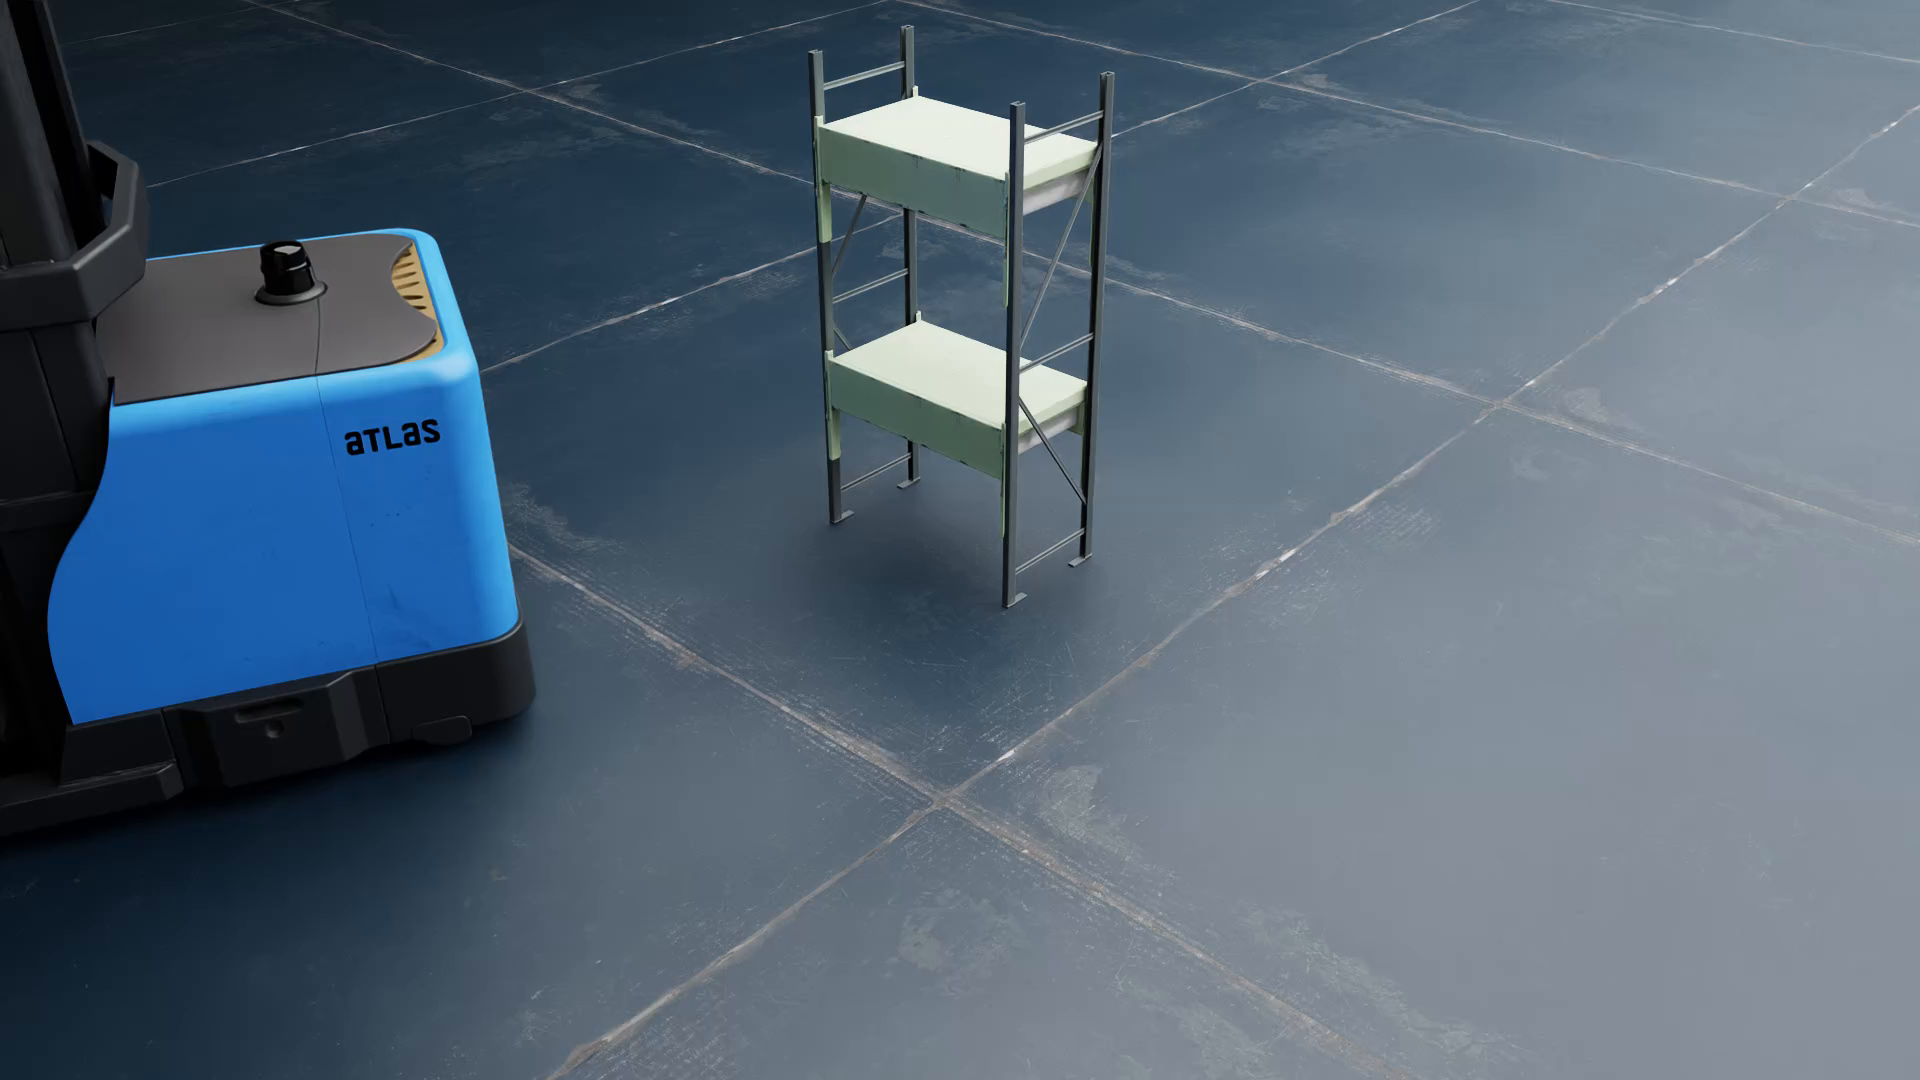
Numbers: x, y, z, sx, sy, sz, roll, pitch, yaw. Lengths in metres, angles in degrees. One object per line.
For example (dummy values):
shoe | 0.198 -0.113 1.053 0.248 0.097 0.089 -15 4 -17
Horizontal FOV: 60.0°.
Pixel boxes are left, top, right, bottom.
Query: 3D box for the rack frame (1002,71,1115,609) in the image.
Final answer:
rack frame | 0.266 -0.518 4.657 0.023 1.500 0.400 25 39 35

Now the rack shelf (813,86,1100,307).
rack shelf | -0.005 -0.979 4.666 0.720 0.370 0.431 25 39 35

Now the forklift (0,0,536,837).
forklift | -2.699 -0.713 3.592 3.031 2.935 1.130 -11 33 -18

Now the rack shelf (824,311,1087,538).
rack shelf | -0.005 -0.366 5.035 0.720 0.370 0.431 25 39 35

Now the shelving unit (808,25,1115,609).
shelving unit | -0.005 -0.645 4.867 0.755 1.500 0.431 25 39 35

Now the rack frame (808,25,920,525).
rack frame | -0.276 -0.772 5.077 0.023 1.500 0.400 25 39 35
